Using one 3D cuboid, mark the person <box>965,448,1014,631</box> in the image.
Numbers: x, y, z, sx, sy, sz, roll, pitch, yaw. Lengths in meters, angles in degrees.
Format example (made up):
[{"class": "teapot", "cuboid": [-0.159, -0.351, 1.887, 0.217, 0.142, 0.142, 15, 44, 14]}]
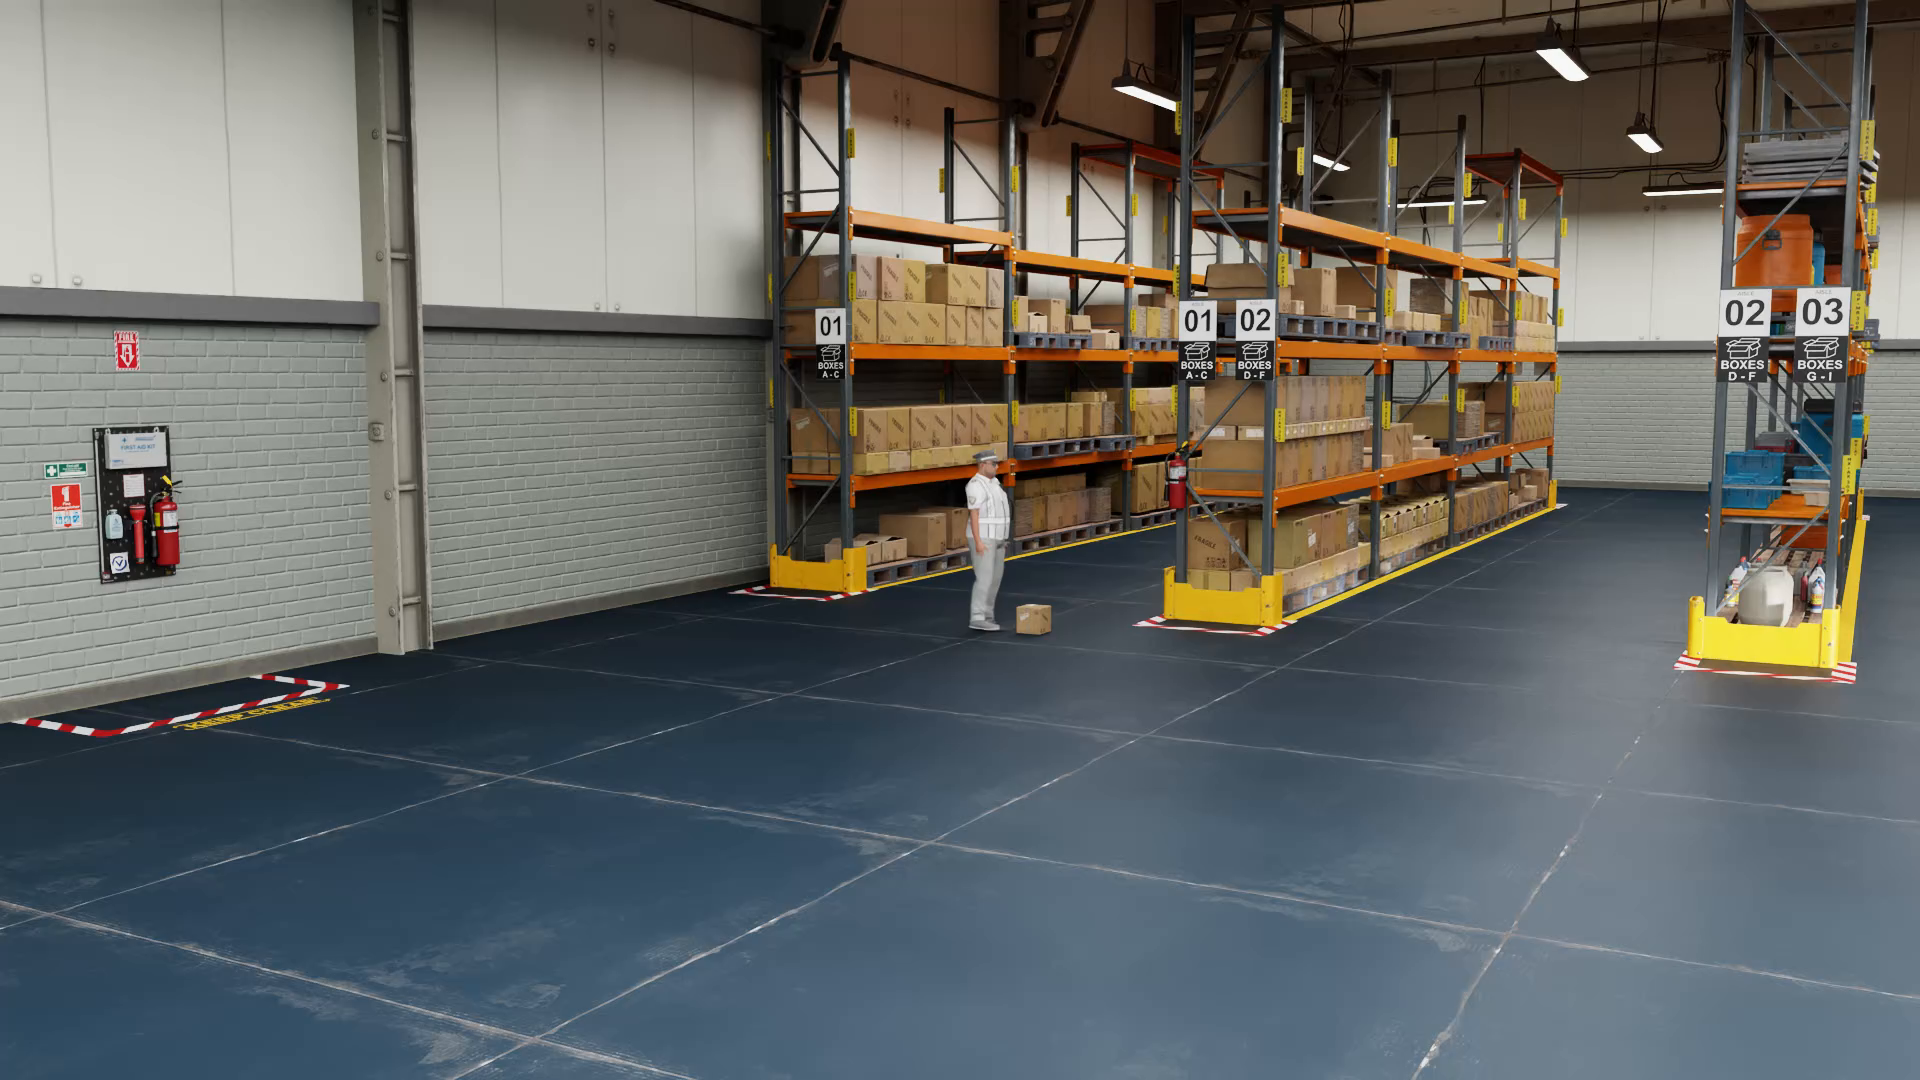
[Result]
[{"class": "person", "cuboid": [0.281, 0.011, 16.177, 0.397, 1.810, 0.527, 3, 7, 30]}]
